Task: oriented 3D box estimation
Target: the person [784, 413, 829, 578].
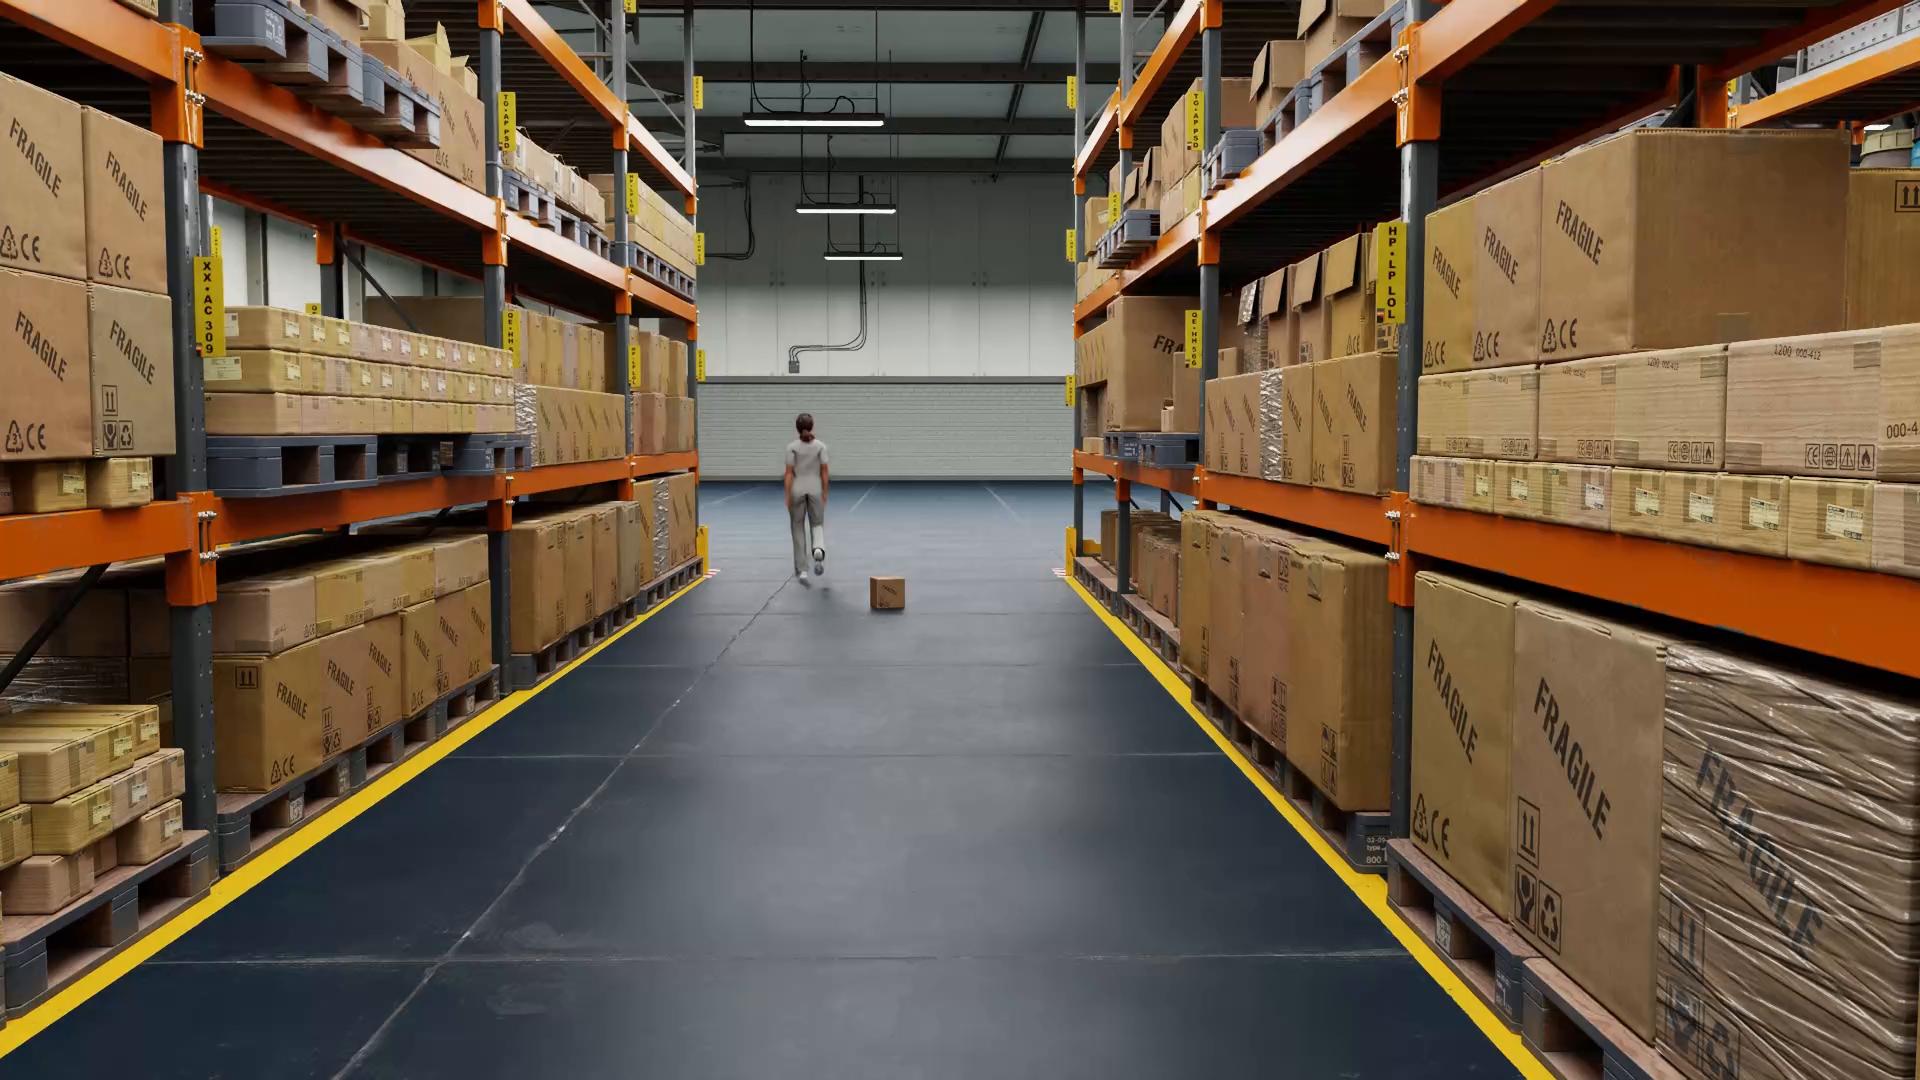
[{"bbox_3d":[-1.540,-0.443,16.708,0.448,1.662,0.532,-1,4,-16],"label":"person"}]
